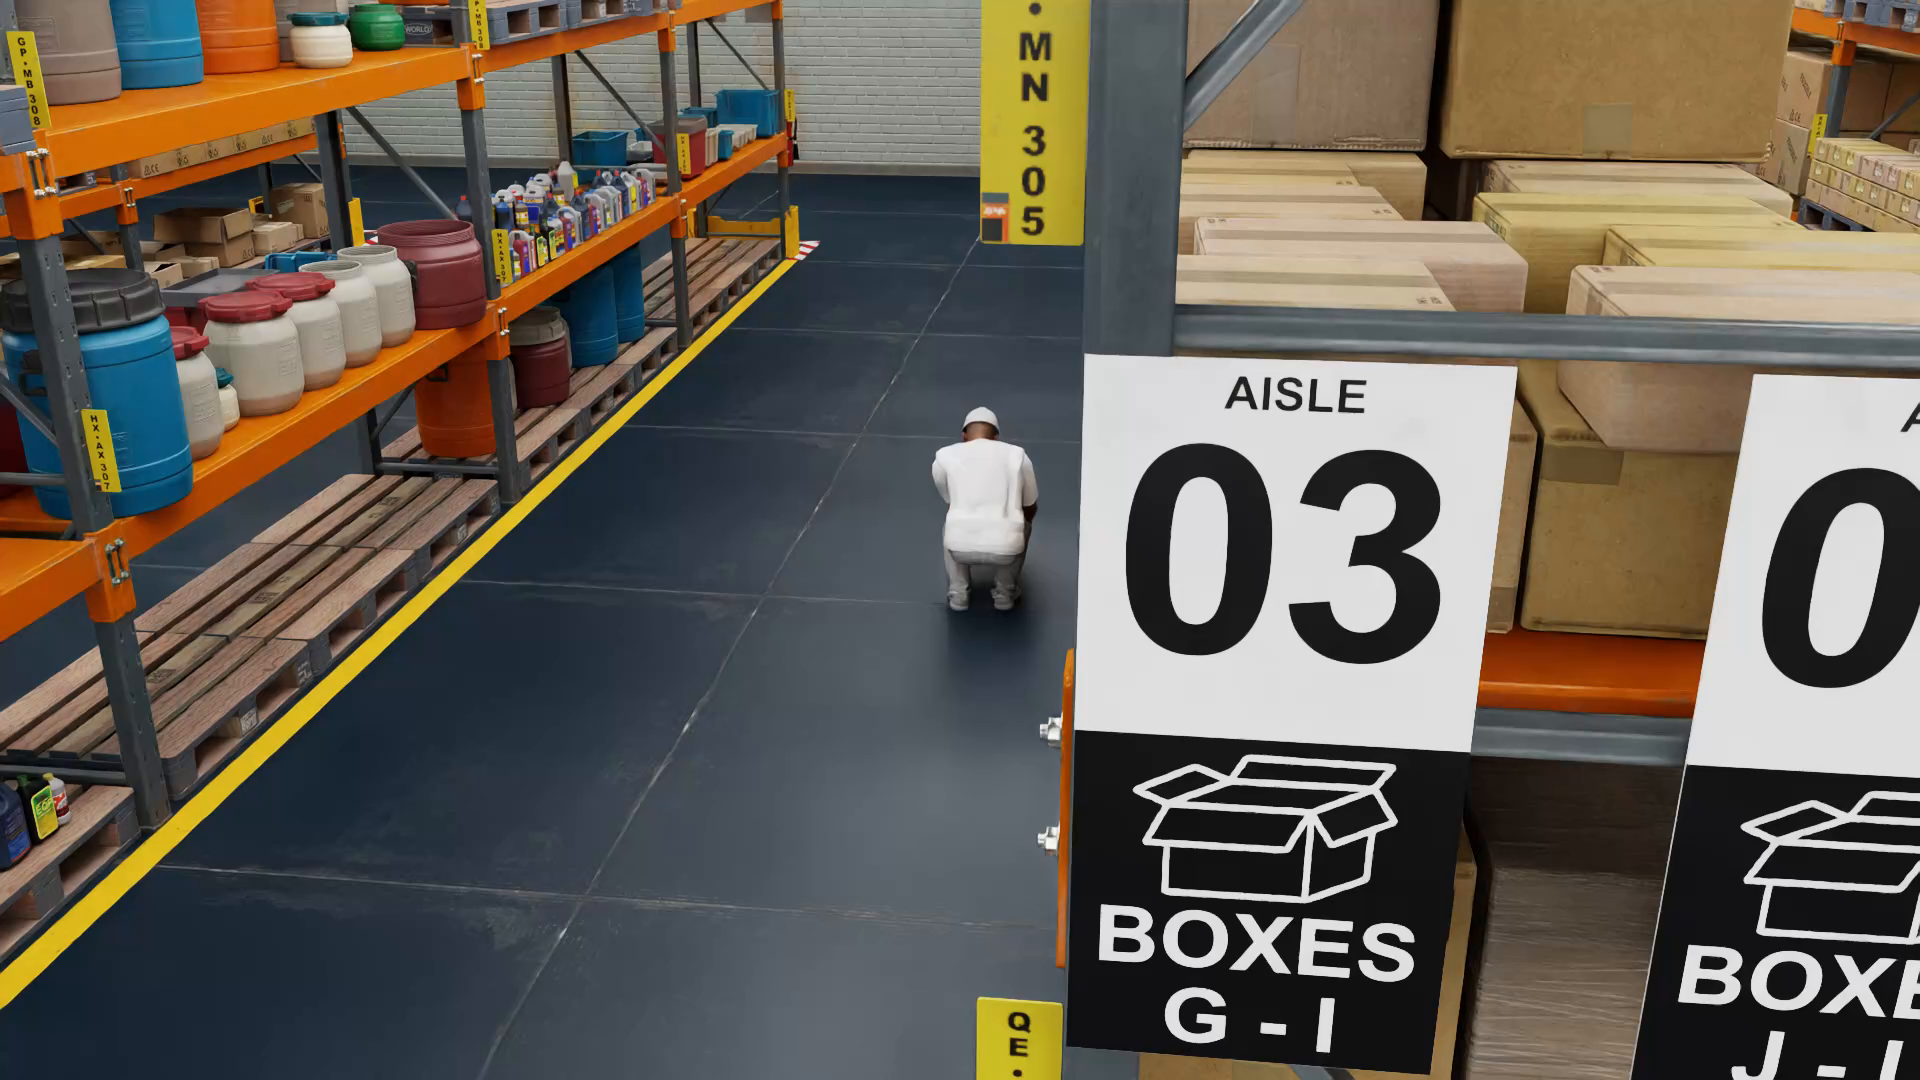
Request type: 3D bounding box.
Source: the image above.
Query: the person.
[{"bbox_3d":[0.130,-0.169,9.066,0.578,1.003,0.881,2,21,6],"label":"person"}]
